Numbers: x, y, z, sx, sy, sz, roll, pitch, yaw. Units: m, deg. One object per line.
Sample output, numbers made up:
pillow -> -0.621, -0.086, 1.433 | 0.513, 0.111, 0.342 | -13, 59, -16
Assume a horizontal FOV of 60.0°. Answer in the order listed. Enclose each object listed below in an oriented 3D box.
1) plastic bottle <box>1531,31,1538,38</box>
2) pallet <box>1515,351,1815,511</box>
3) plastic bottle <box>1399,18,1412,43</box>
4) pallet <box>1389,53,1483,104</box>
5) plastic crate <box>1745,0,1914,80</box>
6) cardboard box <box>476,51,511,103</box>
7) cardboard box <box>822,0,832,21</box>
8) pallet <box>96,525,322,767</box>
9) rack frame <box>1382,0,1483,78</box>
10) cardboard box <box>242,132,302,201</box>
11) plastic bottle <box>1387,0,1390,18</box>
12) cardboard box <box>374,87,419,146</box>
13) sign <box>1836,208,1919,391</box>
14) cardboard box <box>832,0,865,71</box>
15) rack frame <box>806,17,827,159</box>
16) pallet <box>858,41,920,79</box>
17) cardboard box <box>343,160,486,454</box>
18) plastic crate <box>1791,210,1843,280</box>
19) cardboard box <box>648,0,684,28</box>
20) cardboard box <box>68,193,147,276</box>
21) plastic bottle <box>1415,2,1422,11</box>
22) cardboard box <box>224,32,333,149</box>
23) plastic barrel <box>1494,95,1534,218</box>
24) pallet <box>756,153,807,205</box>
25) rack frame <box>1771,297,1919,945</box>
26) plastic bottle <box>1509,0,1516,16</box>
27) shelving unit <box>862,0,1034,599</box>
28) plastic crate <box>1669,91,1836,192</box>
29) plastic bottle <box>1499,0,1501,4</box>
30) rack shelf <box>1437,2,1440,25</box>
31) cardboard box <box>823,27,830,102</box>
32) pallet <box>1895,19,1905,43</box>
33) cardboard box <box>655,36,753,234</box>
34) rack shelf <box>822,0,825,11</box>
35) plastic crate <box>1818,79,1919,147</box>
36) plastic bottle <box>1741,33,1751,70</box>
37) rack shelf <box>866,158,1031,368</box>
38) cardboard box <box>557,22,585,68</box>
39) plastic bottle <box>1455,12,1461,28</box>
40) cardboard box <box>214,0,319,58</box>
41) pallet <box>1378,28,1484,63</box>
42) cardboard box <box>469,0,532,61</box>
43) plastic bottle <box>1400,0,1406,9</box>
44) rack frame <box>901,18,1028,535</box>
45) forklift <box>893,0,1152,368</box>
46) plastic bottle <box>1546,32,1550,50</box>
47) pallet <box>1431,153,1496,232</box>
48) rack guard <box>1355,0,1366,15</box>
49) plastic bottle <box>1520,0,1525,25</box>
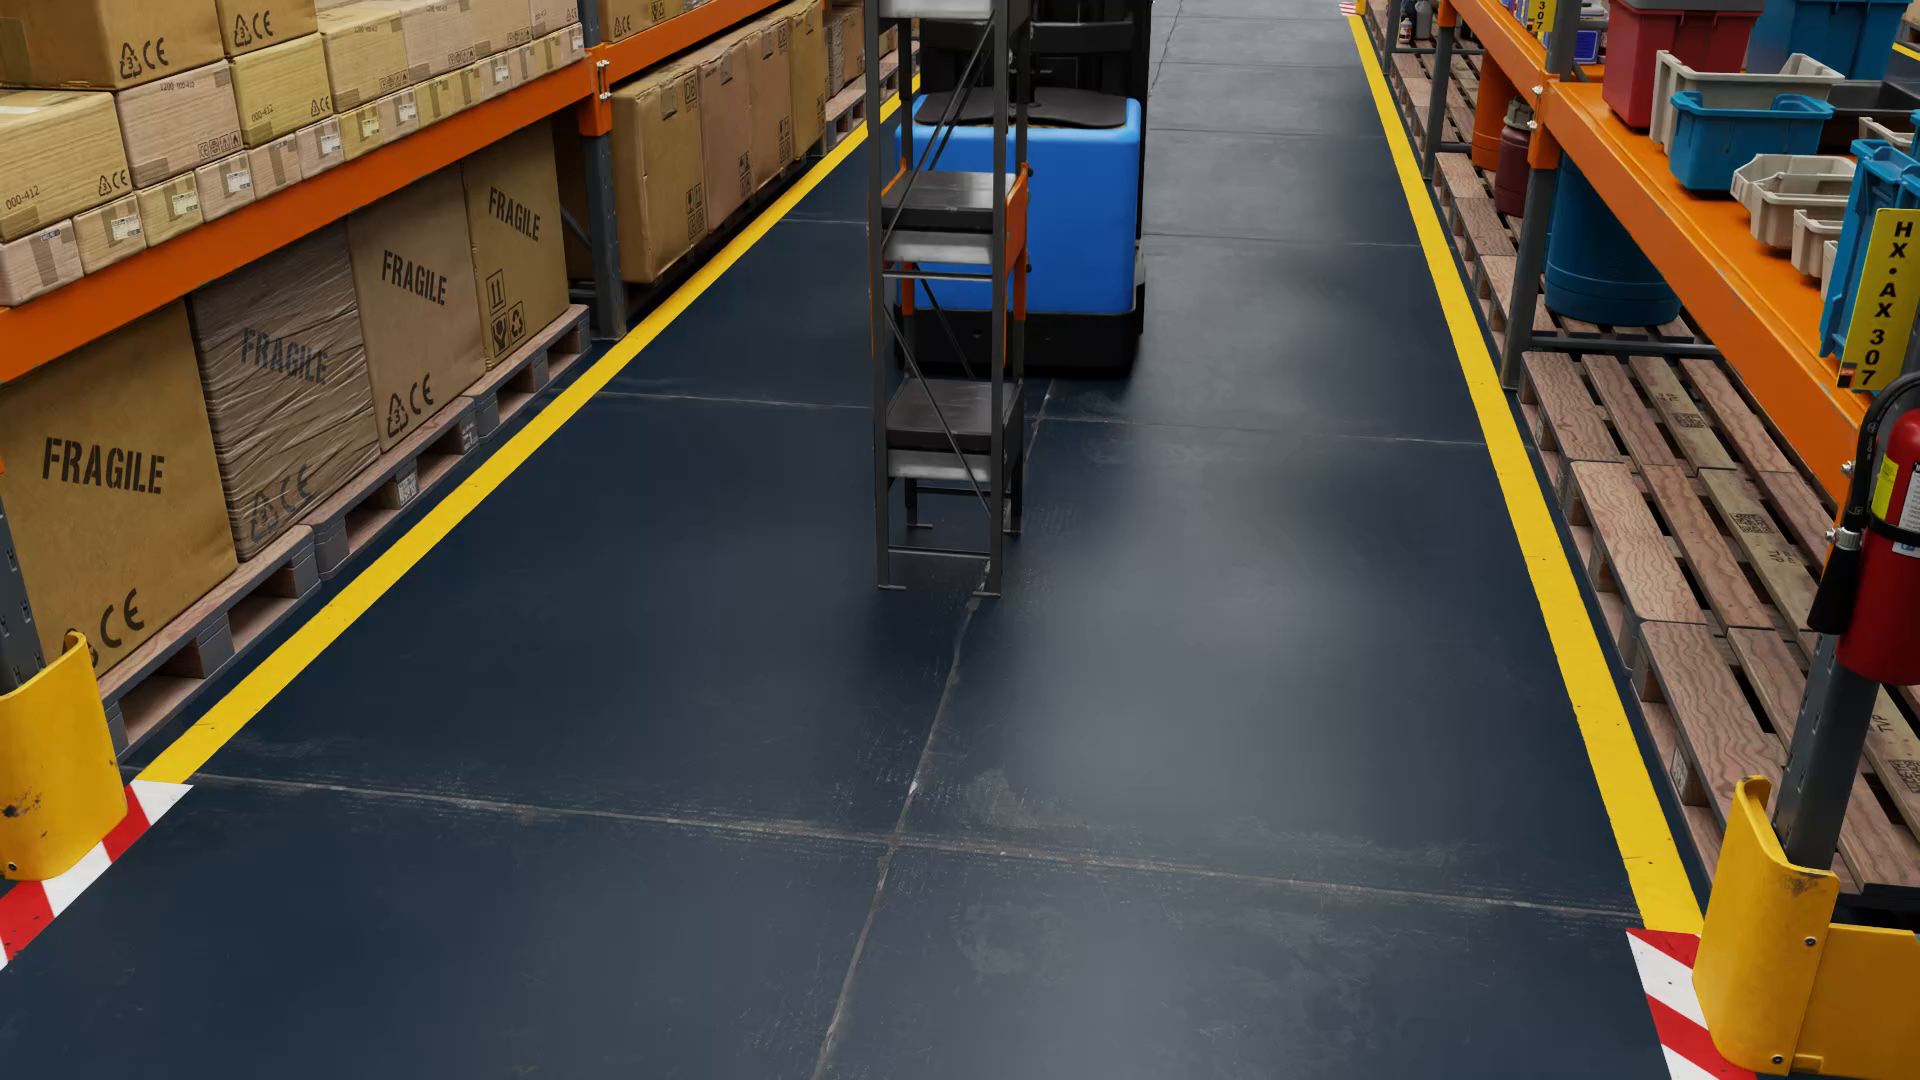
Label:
plastic bottle -> 2.679, -2.447, 7.498 | 0.144, 0.351, 0.185 | 4, 25, 9
pallet -> 2.740, -0.412, 6.381 | 1.003, 0.211, 1.213 | 4, 25, 9
plastic bottle -> 3.881, -4.436, 14.471 | 0.097, 0.201, 0.097 | 0, 25, 0
pallet -> 4.039, -3.737, 13.484 | 1.003, 0.211, 1.213 | 4, 25, 9
plastic crate -> 3.082, -1.786, 5.976 | 0.392, 0.384, 0.575 | 4, 25, 9
cardboard box -> -1.918, -1.742, 6.229 | 0.380, 0.149, 0.250 | 4, 25, 9
cardboard box -> -1.255, -3.913, 12.116 | 0.500, 0.250, 0.500 | 7, 26, 14
pallet -> -2.665, 0.268, 4.929 | 1.003, 0.211, 1.213 | 4, 25, 9
rack frame -> 4.129, -5.331, 13.601 | 1.000, 3.000, 0.127 | 4, 25, 9
cardboard box -> -2.169, -1.097, 4.852 | 0.380, 0.149, 0.250 | 4, 25, 7
plastic bottle -> 4.124, -5.143, 15.884 | 0.061, 0.283, 0.133 | 4, 25, 9
cardboard box -> -2.044, -1.420, 5.542 | 0.380, 0.149, 0.250 | 4, 25, 9
sign -> 1.622, -0.417, 2.911 | 0.100, 0.325, 0.005 | 4, 25, 9
cardboard box -> -1.067, -4.054, 13.302 | 0.700, 0.500, 0.500 | 2, 25, 4
rack frame -> -1.411, -4.001, 10.760 | 1.000, 3.000, 0.127 | 4, 25, 9
pallet -> -0.883, -4.085, 14.229 | 1.003, 0.211, 1.213 | 4, 25, 9
cardboard box -> -2.399, -0.909, 6.165 | 0.875, 0.875, 0.875 | 4, 25, 9
plastic crate -> 2.184, -0.694, 3.934 | 0.396, 0.136, 0.243 | 4, 25, 9
cardboard box -> -1.662, -2.759, 7.988 | 0.500, 0.500, 0.500 | 4, 25, 9
cardboard box -> -2.294, -0.774, 4.163 | 0.380, 0.149, 0.250 | 4, 25, 8
plastic bottle -> 4.131, -4.666, 14.875 | 0.152, 0.276, 0.135 | 4, 25, 9
cardboard box -> -2.210, -1.332, 4.883 | 0.500, 0.250, 0.500 | 3, 25, 7
plastic barrel -> 3.228, -2.078, 9.000 | 0.600, 0.588, 0.708 | 4, 25, 9
pallet -> -1.614, -2.414, 10.658 | 1.003, 0.211, 1.213 | 4, 25, 9
rack frame -> 2.168, -0.312, 2.878 | 1.000, 3.000, 0.127 | 4, 25, 9
plastic bottle -> 2.762, -2.736, 8.195 | 0.061, 0.283, 0.133 | 4, 25, 9
shelving unit -> -0.027, -0.882, 5.157 | 0.431, 2.100, 0.503 | 4, 25, 9
plastic crate -> 2.250, -1.140, 4.774 | 0.416, 0.233, 0.300 | 4, 25, 9
plastic bottle -> 2.851, -2.911, 8.584 | 0.097, 0.271, 0.097 | 0, 25, 0
rack shelf -> 3.802, -4.169, 11.966 | 1.077, 0.370, 4.000 | 4, 25, 9
cardboard box -> -1.321, -3.350, 11.798 | 0.700, 0.500, 0.500 | 3, 25, 6
pallet -> 9.585, -5.074, 16.340 | 1.003, 0.211, 1.213 | 4, 25, 9
cardboard box -> -1.835, -2.199, 8.920 | 1.225, 0.875, 0.875 | 3, 25, 7
rack shelf -> -1.084, -4.512, 12.699 | 1.077, 0.370, 4.000 | 4, 25, 9
plastic crate -> 2.904, -1.401, 5.458 | 0.437, 0.125, 0.590 | 4, 25, 9
plastic bottle -> 3.205, -2.104, 6.766 | 0.144, 0.351, 0.185 | 4, 25, 9
rack shelf -> -0.027, -0.869, 5.163 | 0.431, 0.518, 0.480 | 4, 25, 9
cardboard box -> -1.792, -2.064, 6.918 | 0.380, 0.149, 0.250 | 4, 25, 9
plastic bottle -> 4.620, -4.862, 15.293 | 0.152, 0.276, 0.135 | 4, 25, 9
cardboard box -> -2.213, -1.670, 4.721 | 0.500, 0.500, 0.500 | 3, 25, 7
pallet -> 4.280, -4.346, 14.786 | 1.003, 0.211, 1.213 | 4, 25, 9
cardboard box -> -1.960, -1.976, 6.258 | 0.500, 0.250, 0.500 | 5, 26, 10
plastic bottle -> 3.981, -4.700, 14.859 | 0.144, 0.351, 0.185 | 3, 25, 6
rack frame -> 0.013, -0.984, 5.375 | 0.400, 2.100, 0.015 | 4, 25, 9
forklift -> 0.378, -2.659, 7.974 | 1.130, 2.935, 3.031 | 2, 25, 5
plastic bottle -> 2.560, -2.219, 7.091 | 0.061, 0.283, 0.133 | 4, 25, 9
pallet -> 3.388, -2.062, 9.907 | 1.003, 0.211, 1.213 | 4, 25, 9
rack guard -> 4.817, -5.837, 17.630 | 1.175, 0.500, 0.348 | 4, 25, 9
plastic bottle -> 2.723, -2.553, 7.900 | 0.097, 0.201, 0.097 | 0, 25, 0
